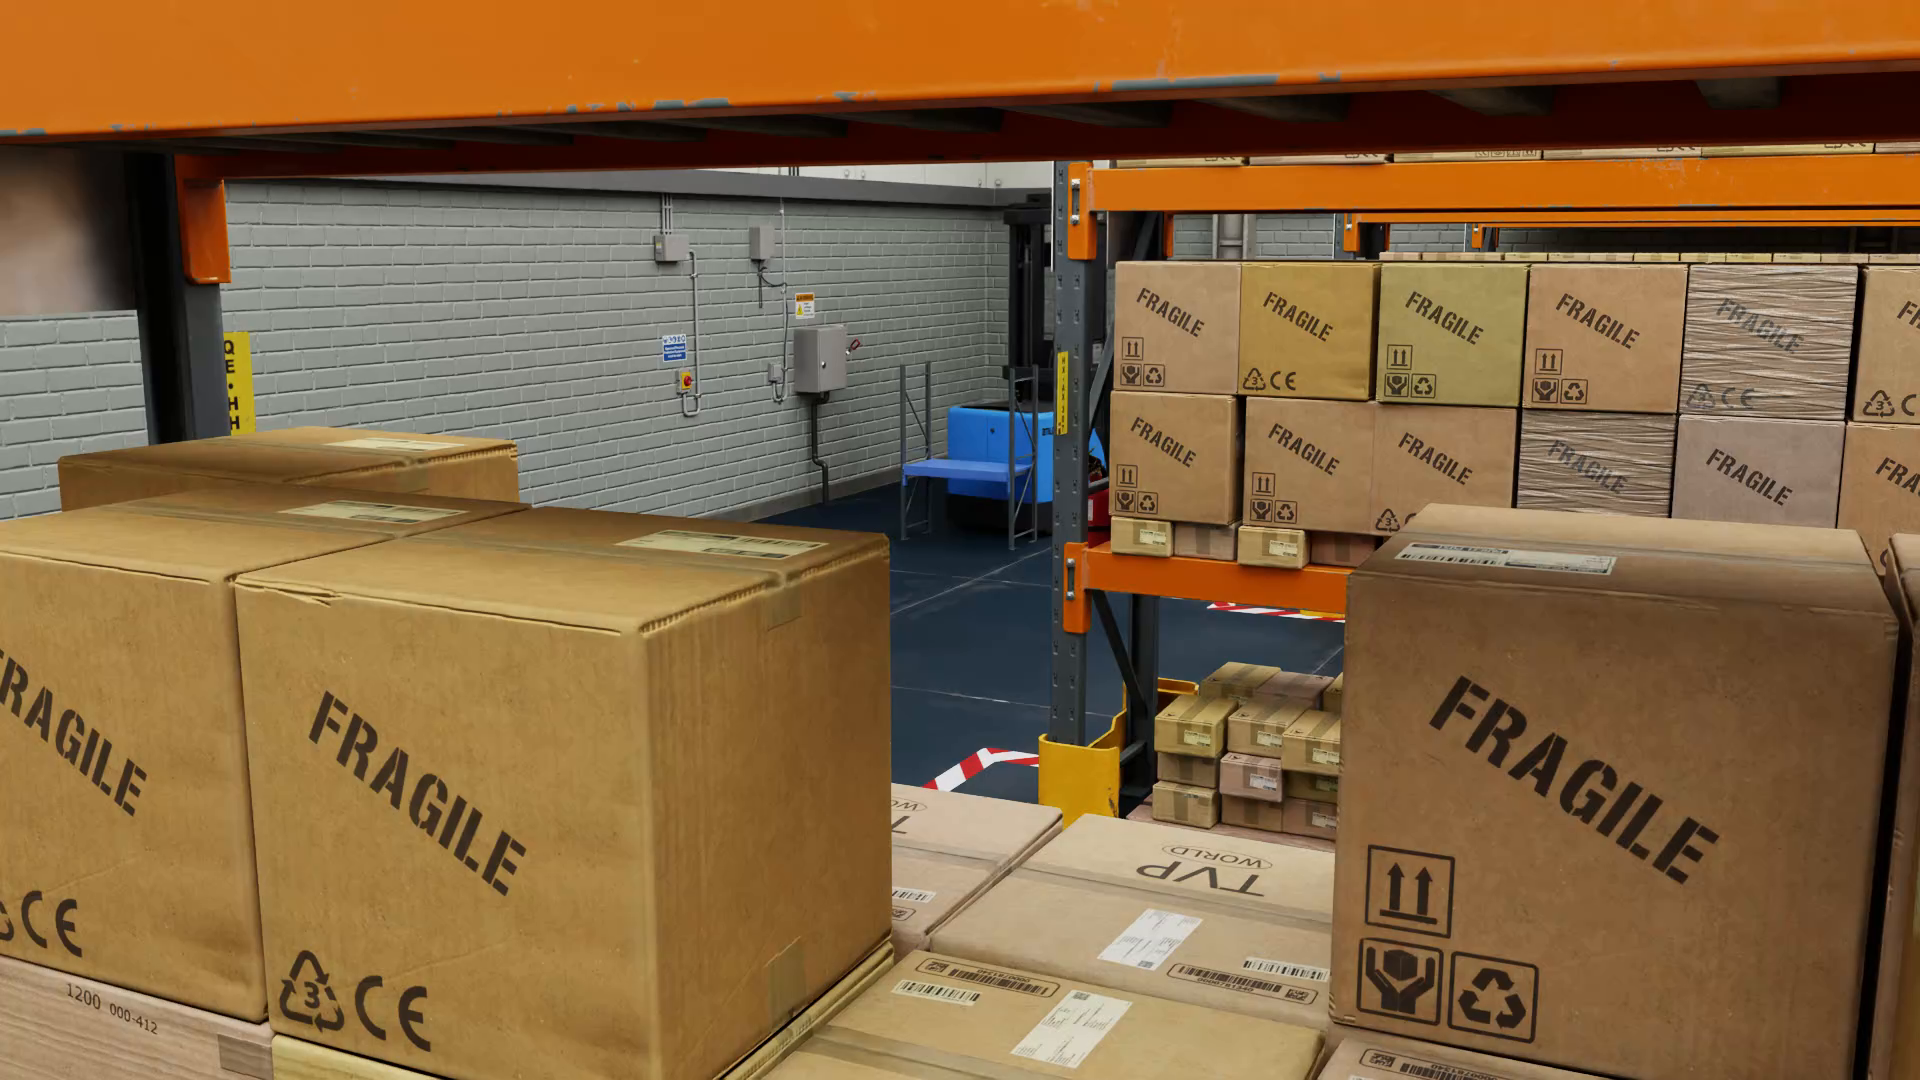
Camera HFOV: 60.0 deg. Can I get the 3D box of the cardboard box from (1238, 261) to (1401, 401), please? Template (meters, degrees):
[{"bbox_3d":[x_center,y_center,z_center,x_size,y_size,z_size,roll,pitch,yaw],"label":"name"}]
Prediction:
[{"bbox_3d":[1.389,-0.814,6.382,0.500,0.500,0.500,5,12,27],"label":"cardboard box"}]

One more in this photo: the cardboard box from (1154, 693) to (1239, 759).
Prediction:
[{"bbox_3d":[0.968,0.756,6.786,0.250,0.149,0.380,4,11,23],"label":"cardboard box"}]

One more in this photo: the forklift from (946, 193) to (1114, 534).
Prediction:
[{"bbox_3d":[1.213,-1.702,15.405,1.130,2.935,3.031,9,13,40],"label":"forklift"}]

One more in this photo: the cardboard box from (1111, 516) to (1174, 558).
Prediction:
[{"bbox_3d":[0.794,-0.042,6.743,0.250,0.149,0.380,5,11,25],"label":"cardboard box"}]

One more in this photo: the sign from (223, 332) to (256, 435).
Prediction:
[{"bbox_3d":[-1.384,-0.231,3.166,0.005,0.325,0.100,5,11,26],"label":"sign"}]

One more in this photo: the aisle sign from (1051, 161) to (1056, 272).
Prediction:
[{"bbox_3d":[0.450,-1.480,6.686,0.004,0.787,0.394,5,11,26],"label":"aisle sign"}]

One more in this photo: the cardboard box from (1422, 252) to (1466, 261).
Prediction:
[{"bbox_3d":[3.210,-1.821,10.957,0.250,0.149,0.380,5,12,27],"label":"cardboard box"}]

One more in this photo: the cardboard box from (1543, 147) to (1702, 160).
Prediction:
[{"bbox_3d":[2.334,-1.446,5.796,0.500,0.250,0.500,5,11,26],"label":"cardboard box"}]

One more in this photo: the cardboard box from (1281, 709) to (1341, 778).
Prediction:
[{"bbox_3d":[1.438,0.799,6.550,0.250,0.149,0.380,5,11,26],"label":"cardboard box"}]

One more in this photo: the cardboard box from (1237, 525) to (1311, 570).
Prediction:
[{"bbox_3d":[1.258,0.002,6.504,0.250,0.149,0.380,5,11,24],"label":"cardboard box"}]

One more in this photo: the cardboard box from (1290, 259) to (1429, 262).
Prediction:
[{"bbox_3d":[1.623,-0.894,6.826,0.500,0.500,0.500,5,11,24],"label":"cardboard box"}]

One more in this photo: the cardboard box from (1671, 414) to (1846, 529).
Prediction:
[{"bbox_3d":[2.766,-0.197,5.780,0.500,0.500,0.500,5,11,26],"label":"cardboard box"}]

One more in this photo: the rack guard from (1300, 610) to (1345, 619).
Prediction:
[{"bbox_3d":[2.726,0.187,11.796,0.348,0.500,1.175,5,11,26],"label":"rack guard"}]

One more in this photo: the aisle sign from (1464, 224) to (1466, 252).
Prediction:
[{"bbox_3d":[4.750,-3.072,15.484,0.004,0.787,0.394,5,11,26],"label":"aisle sign"}]

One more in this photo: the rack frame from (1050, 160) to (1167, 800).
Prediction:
[{"bbox_3d":[0.648,-0.243,7.151,0.127,3.000,1.000,5,11,26],"label":"rack frame"}]

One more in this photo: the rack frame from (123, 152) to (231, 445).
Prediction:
[{"bbox_3d":[-1.635,0.541,2.821,0.053,2.616,0.949,5,11,26],"label":"rack frame"}]

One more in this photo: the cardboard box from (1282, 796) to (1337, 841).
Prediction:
[{"bbox_3d":[1.473,1.072,6.713,0.250,0.149,0.380,5,11,26],"label":"cardboard box"}]

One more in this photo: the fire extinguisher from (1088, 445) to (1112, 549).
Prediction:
[{"bbox_3d":[0.627,-0.115,7.708,0.183,0.674,0.296,5,11,26],"label":"fire extinguisher"}]

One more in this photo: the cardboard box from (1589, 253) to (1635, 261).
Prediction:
[{"bbox_3d":[4.101,-1.725,10.430,0.250,0.149,0.380,5,11,26],"label":"cardboard box"}]

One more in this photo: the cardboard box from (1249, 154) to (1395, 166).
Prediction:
[{"bbox_3d":[1.408,-1.527,6.243,0.500,0.250,0.500,5,12,28],"label":"cardboard box"}]

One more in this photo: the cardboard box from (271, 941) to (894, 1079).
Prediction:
[{"bbox_3d":[-0.408,0.630,1.915,0.500,0.250,0.500,5,11,24],"label":"cardboard box"}]

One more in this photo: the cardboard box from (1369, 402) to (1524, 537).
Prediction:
[{"bbox_3d":[1.854,-0.280,6.241,0.500,0.500,0.500,5,11,27],"label":"cardboard box"}]

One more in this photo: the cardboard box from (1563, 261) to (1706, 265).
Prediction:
[{"bbox_3d":[2.569,-0.814,6.380,0.500,0.500,0.500,5,11,24],"label":"cardboard box"}]

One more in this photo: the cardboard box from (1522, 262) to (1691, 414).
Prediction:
[{"bbox_3d":[2.304,-0.730,5.917,0.500,0.500,0.500,5,11,24],"label":"cardboard box"}]

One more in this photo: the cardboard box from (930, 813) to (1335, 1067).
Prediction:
[{"bbox_3d":[0.295,0.585,2.162,0.500,0.250,0.500,5,11,26],"label":"cardboard box"}]

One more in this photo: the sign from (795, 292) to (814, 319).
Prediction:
[{"bbox_3d":[-1.469,-2.220,15.755,0.001,0.242,0.339,5,11,26],"label":"sign"}]

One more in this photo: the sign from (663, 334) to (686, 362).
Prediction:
[{"bbox_3d":[-2.395,-1.612,13.957,0.001,0.218,0.327,5,11,26],"label":"sign"}]

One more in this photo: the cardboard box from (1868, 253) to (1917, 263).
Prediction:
[{"bbox_3d":[5.510,-1.620,9.846,0.250,0.149,0.380,5,11,26],"label":"cardboard box"}]

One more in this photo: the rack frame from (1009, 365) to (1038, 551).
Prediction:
[{"bbox_3d":[0.528,-0.689,13.828,0.032,1.500,0.500,5,11,26],"label":"rack frame"}]

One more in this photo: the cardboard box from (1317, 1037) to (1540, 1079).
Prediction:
[{"bbox_3d":[0.515,0.710,1.469,0.500,0.250,0.500,5,12,27],"label":"cardboard box"}]

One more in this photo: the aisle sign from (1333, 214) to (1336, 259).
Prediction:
[{"bbox_3d":[2.555,-2.280,11.107,0.004,0.787,0.394,5,11,26],"label":"aisle sign"}]

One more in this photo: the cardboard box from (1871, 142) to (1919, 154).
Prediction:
[{"bbox_3d":[3.233,-1.367,5.358,0.500,0.250,0.500,5,11,26],"label":"cardboard box"}]

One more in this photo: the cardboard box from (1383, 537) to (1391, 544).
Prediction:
[{"bbox_3d":[1.783,0.025,6.372,0.250,0.149,0.380,5,11,25],"label":"cardboard box"}]

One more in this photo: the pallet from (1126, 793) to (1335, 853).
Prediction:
[{"bbox_3d":[1.429,1.205,6.981,1.213,0.211,1.003,5,11,26],"label":"pallet"}]

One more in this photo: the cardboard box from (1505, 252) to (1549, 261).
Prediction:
[{"bbox_3d":[3.637,-1.764,10.644,0.250,0.149,0.380,5,11,24],"label":"cardboard box"}]

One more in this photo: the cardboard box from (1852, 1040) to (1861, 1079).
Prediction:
[{"bbox_3d":[1.201,0.665,1.720,0.500,0.250,0.500,5,11,26],"label":"cardboard box"}]

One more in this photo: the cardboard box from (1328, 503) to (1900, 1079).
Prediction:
[{"bbox_3d":[0.727,0.256,1.874,0.500,0.500,0.500,5,11,24],"label":"cardboard box"}]

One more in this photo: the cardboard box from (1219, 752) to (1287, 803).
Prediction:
[{"bbox_3d":[1.225,0.920,6.717,0.250,0.149,0.380,5,11,26],"label":"cardboard box"}]

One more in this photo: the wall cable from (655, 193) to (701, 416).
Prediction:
[{"bbox_3d":[-2.319,-1.998,13.904,0.123,1.953,0.585,5,11,26],"label":"wall cable"}]

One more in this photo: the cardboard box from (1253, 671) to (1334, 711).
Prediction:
[{"bbox_3d":[1.435,0.691,7.147,0.250,0.149,0.380,5,12,27],"label":"cardboard box"}]

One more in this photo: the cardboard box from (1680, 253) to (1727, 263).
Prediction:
[{"bbox_3d":[4.573,-1.688,10.225,0.250,0.149,0.380,5,11,26],"label":"cardboard box"}]

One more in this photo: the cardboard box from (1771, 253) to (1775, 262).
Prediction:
[{"bbox_3d":[5.261,-1.739,10.507,0.250,0.149,0.380,5,11,24],"label":"cardboard box"}]

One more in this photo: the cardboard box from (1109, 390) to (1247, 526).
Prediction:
[{"bbox_3d":[0.929,-0.359,6.676,0.500,0.500,0.500,6,12,29],"label":"cardboard box"}]

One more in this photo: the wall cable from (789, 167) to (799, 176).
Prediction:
[{"bbox_3d":[-0.876,-4.977,16.358,0.133,3.039,2.988,5,11,26],"label":"wall cable"}]

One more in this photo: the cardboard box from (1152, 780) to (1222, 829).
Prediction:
[{"bbox_3d":[0.977,1.046,6.856,0.250,0.149,0.380,5,12,27],"label":"cardboard box"}]

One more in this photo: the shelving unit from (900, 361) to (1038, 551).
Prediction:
[{"bbox_3d":[0.075,-0.730,14.054,1.048,1.500,0.538,5,11,26],"label":"shelving unit"}]

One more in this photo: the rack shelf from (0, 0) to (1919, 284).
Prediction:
[{"bbox_3d":[0.157,-0.423,1.744,4.000,0.370,1.077,5,11,26],"label":"rack shelf"}]

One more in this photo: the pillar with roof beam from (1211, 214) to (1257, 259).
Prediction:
[{"bbox_3d":[1.017,-4.456,13.581,0.400,9.000,9.100,5,11,26],"label":"pillar with roof beam"}]

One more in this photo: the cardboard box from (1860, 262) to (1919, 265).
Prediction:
[{"bbox_3d":[3.467,-0.728,5.908,0.500,0.500,0.500,5,11,24],"label":"cardboard box"}]

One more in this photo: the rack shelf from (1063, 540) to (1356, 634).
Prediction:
[{"bbox_3d":[2.442,0.269,6.344,4.000,0.370,1.077,5,11,26],"label":"rack shelf"}]

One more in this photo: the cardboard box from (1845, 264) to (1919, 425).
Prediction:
[{"bbox_3d":[3.228,-0.649,5.471,0.500,0.500,0.500,5,11,24],"label":"cardboard box"}]

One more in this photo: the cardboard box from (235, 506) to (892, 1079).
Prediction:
[{"bbox_3d":[-0.410,0.260,1.853,0.500,0.500,0.500,5,11,24],"label":"cardboard box"}]

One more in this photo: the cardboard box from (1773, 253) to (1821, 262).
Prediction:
[{"bbox_3d":[5.035,-1.651,10.018,0.250,0.149,0.380,5,11,25],"label":"cardboard box"}]
